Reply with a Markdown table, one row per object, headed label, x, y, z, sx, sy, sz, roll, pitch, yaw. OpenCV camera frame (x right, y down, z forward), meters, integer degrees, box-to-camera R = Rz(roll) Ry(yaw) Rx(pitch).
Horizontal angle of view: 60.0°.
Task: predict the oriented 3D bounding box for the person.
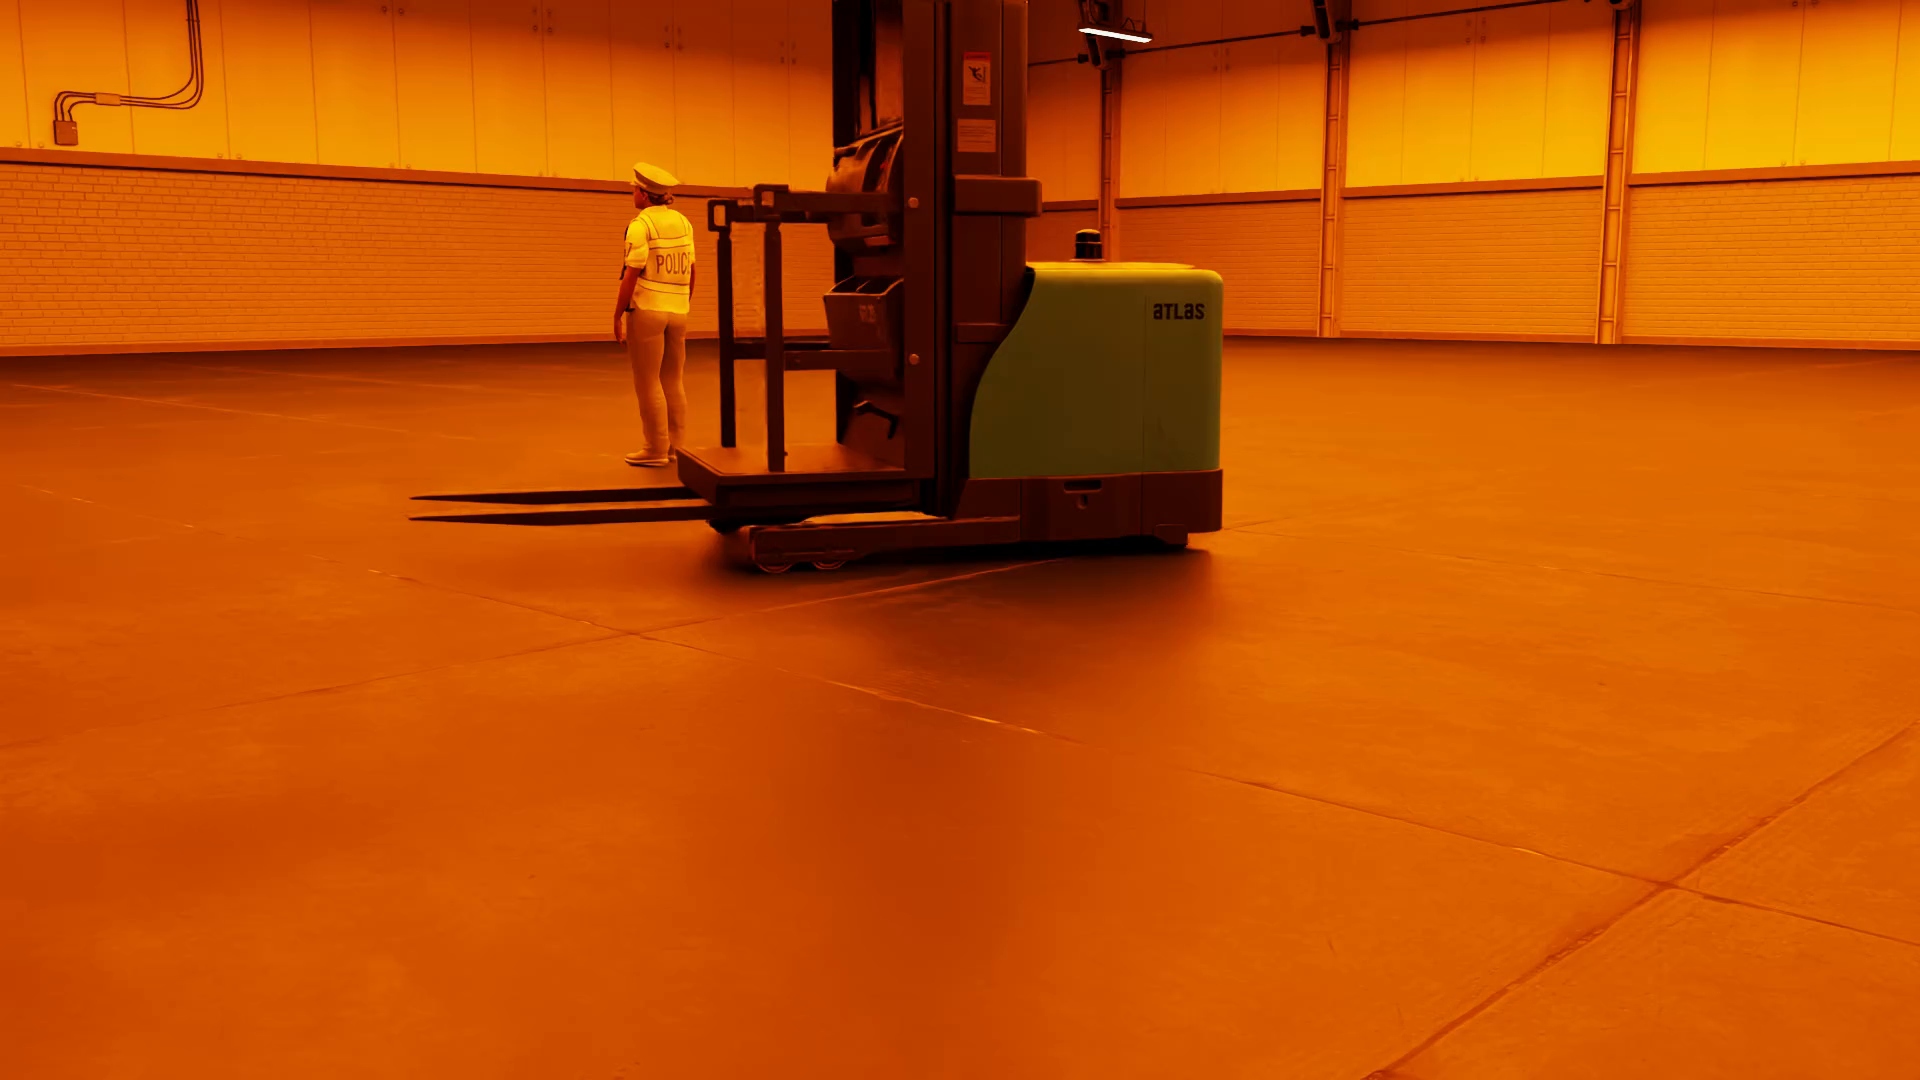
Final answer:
| label | x | y | z | sx | sy | sz | roll | pitch | yaw |
| --- | --- | --- | --- | --- | --- | --- | --- | --- | --- |
| person | -1.719 | -1.303 | 9.408 | 0.394 | 1.629 | 0.512 | 7 | 11 | 37 |

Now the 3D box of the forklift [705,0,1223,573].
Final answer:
| label | x | y | z | sx | sy | sz | roll | pitch | yaw |
| --- | --- | --- | --- | --- | --- | --- | --- | --- | --- |
| forklift | -0.551 | -1.418 | 6.290 | 3.031 | 2.935 | 1.130 | -3 | 9 | -17 |
